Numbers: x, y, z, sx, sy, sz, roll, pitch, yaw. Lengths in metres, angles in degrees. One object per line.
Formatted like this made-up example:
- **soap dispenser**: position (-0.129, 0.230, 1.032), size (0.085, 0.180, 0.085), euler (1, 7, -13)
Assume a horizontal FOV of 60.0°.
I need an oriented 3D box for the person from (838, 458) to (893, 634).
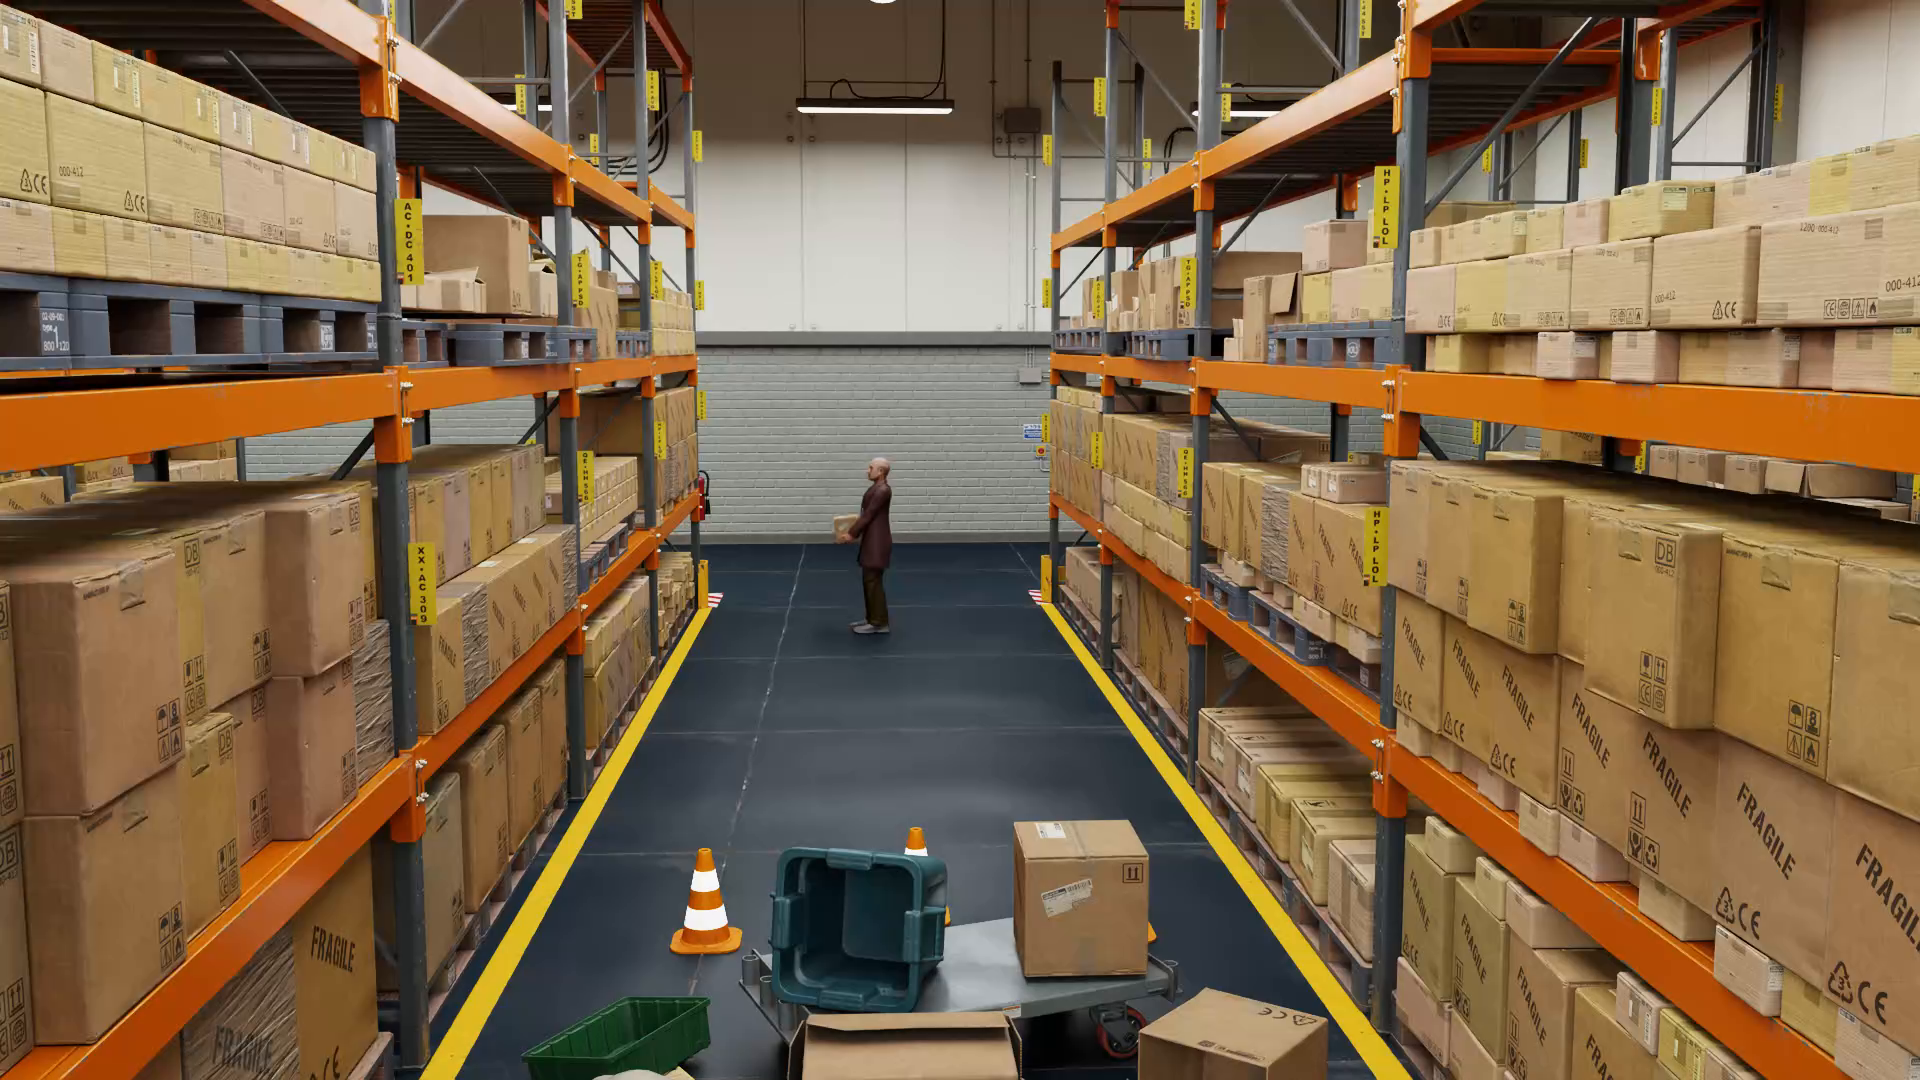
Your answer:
- **person**: position (-0.957, 0.051, 16.890), size (0.560, 1.772, 0.528), euler (0, 7, -3)
